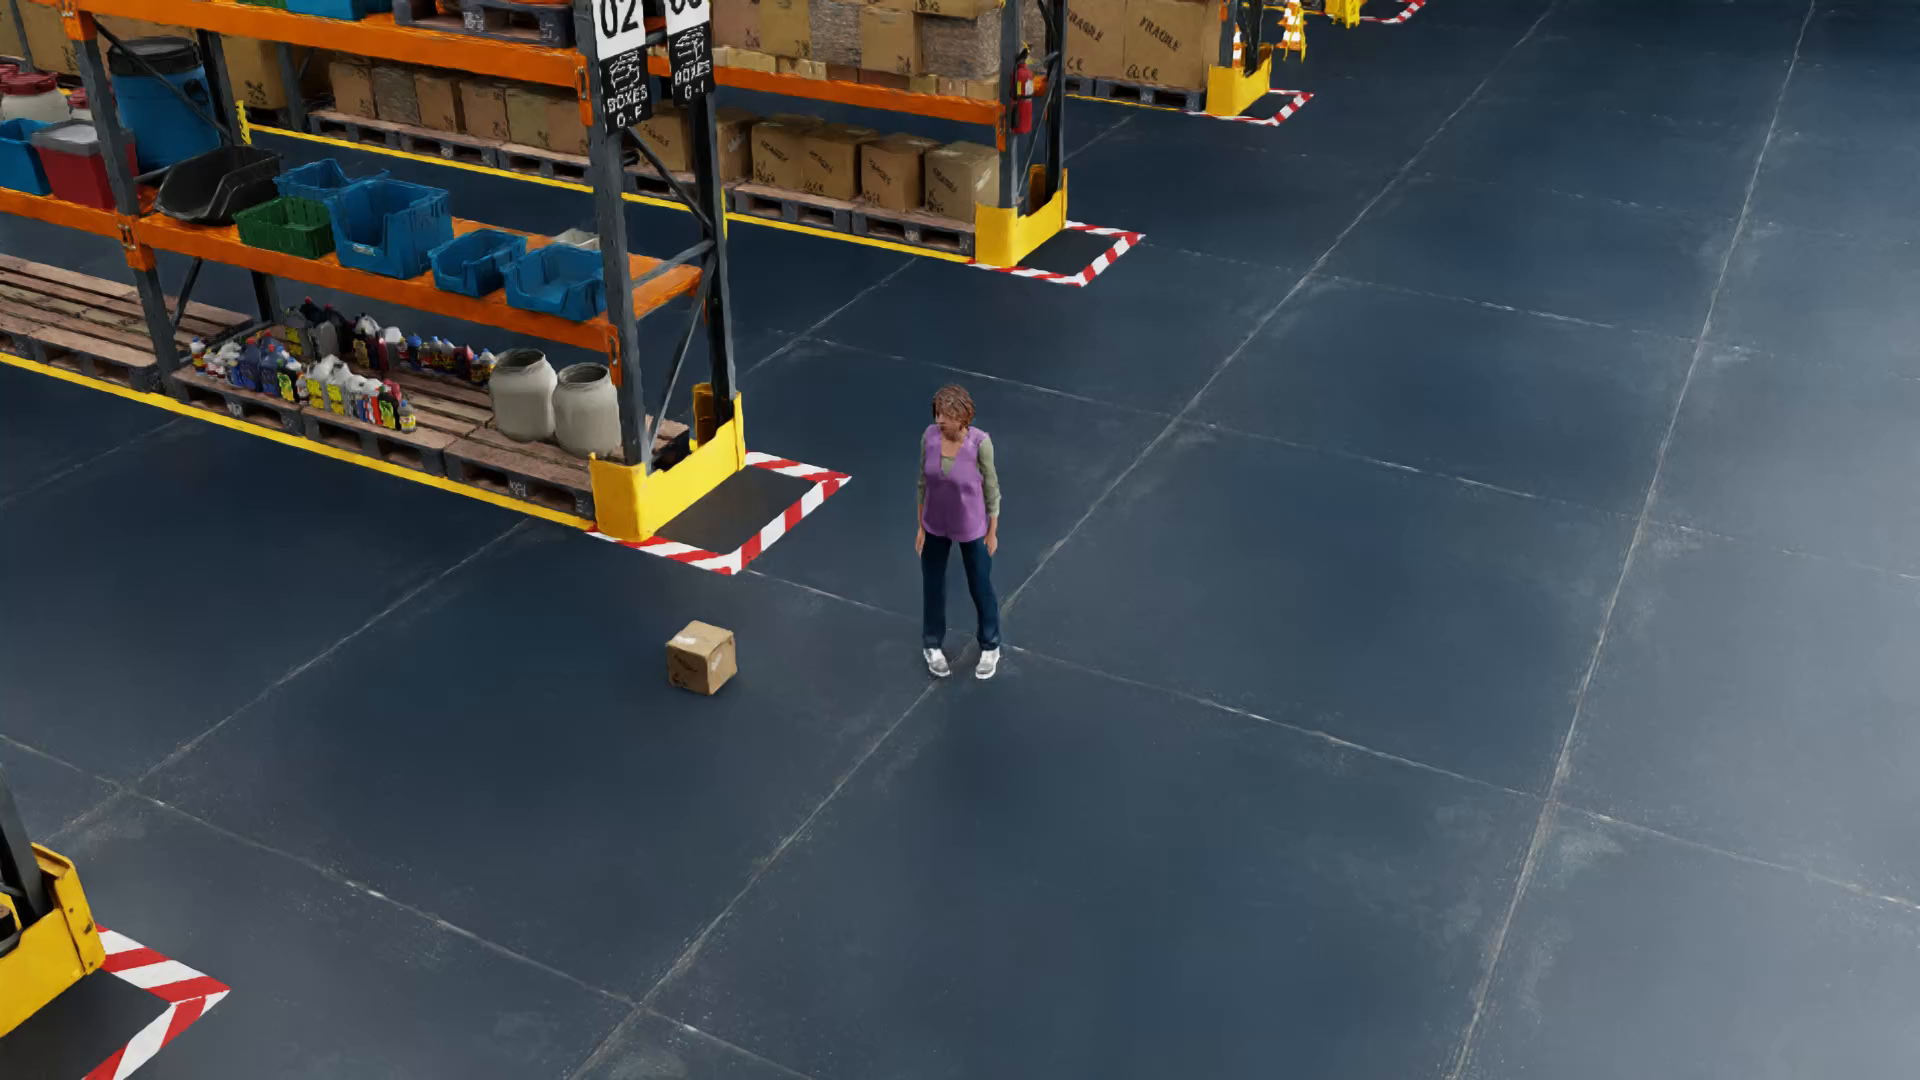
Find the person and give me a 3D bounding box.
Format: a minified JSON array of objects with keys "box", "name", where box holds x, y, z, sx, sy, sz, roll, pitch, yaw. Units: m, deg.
[{"box":[-0.009,-0.041,8.335,0.427,1.593,0.345,10,32,16],"name":"person"}]
